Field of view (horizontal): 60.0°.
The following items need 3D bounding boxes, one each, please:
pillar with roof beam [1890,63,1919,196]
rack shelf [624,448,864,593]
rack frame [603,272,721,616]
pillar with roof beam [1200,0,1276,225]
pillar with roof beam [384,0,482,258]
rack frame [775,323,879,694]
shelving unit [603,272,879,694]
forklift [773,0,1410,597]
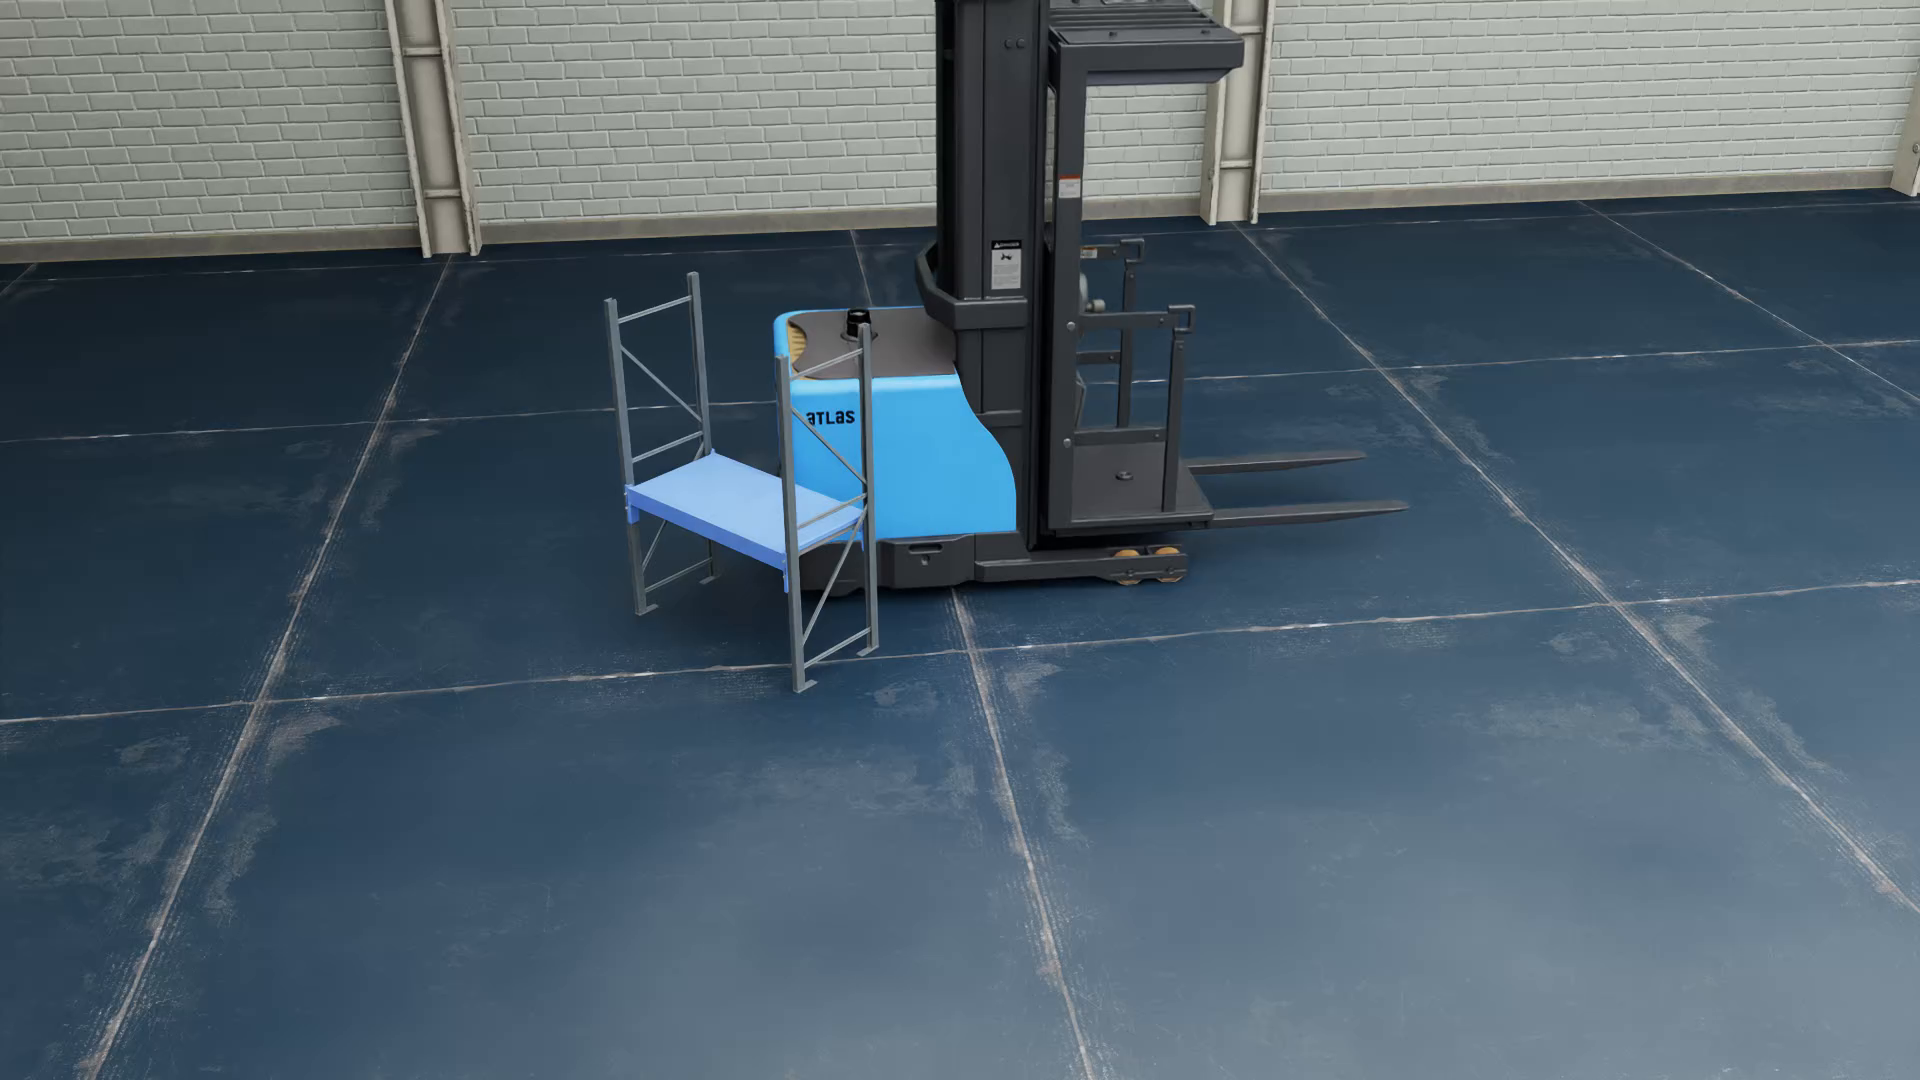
[{"bbox_3d":[8.674,-4.998,8.133,0.400,9.000,9.100,-4,27,-7],"label":"pillar with roof beam"},{"bbox_3d":[-0.920,-0.101,7.198,1.000,0.185,0.538,21,34,35],"label":"rack shelf"},{"bbox_3d":[-1.308,-0.411,7.408,0.032,1.500,0.500,21,34,35],"label":"rack frame"},{"bbox_3d":[2.733,-4.616,7.390,0.400,9.000,9.100,-4,27,-7],"label":"pillar with roof beam"},{"bbox_3d":[-3.209,-4.235,6.646,0.400,9.000,9.100,-4,27,-7],"label":"pillar with roof beam"},{"bbox_3d":[-0.531,-0.111,6.824,0.032,1.500,0.500,21,34,35],"label":"rack frame"},{"bbox_3d":[-0.920,-0.261,7.116,1.048,1.500,0.538,21,34,35],"label":"shelving unit"},{"bbox_3d":[0.642,-1.327,7.626,3.031,2.935,1.130,-3,27,-6],"label":"forklift"}]
